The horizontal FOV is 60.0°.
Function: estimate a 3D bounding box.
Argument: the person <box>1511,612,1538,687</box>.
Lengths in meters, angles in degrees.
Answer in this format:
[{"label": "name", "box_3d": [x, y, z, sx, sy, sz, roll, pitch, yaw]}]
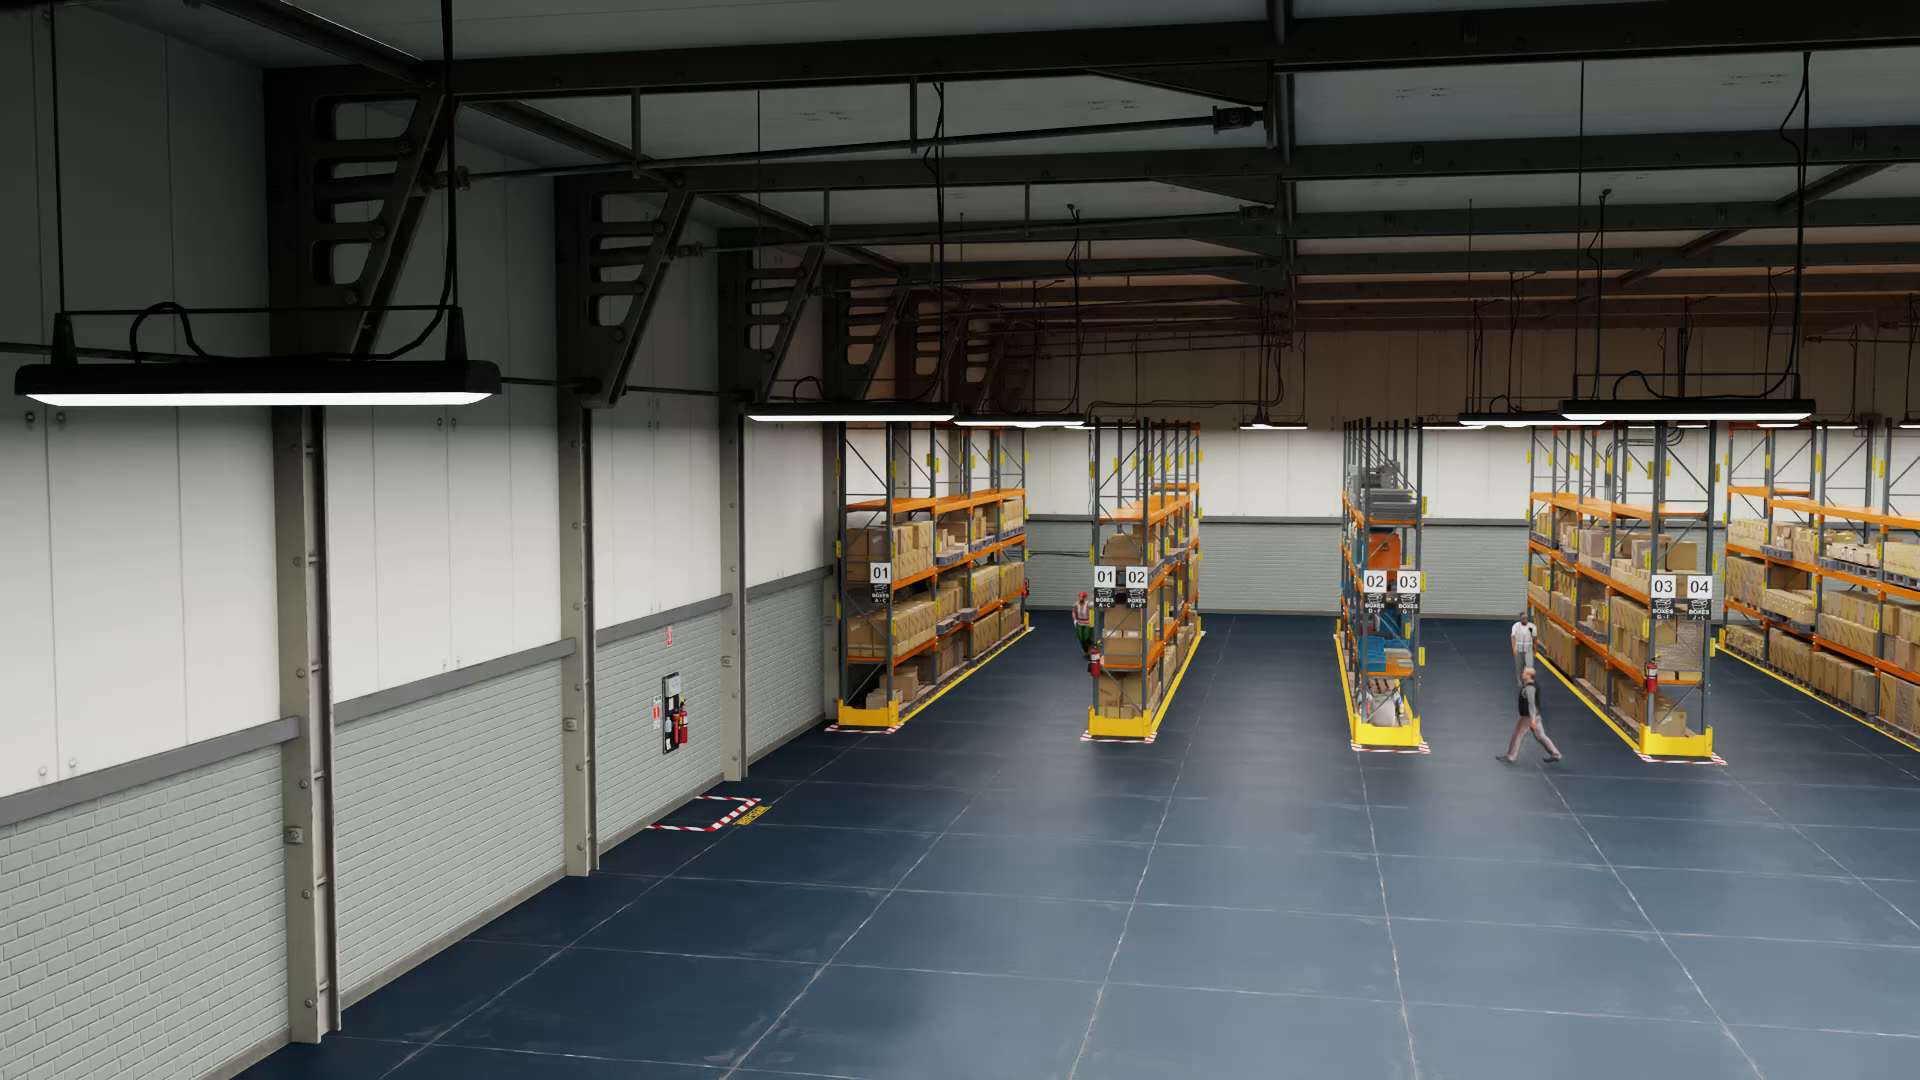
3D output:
[{"label": "person", "box_3d": [12.526, 2.441, 36.929, 0.553, 1.718, 0.919, 1, 4, 22]}]

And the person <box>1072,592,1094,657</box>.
[{"label": "person", "box_3d": [3.193, 2.141, 42.276, 0.698, 1.691, 0.590, 1, 4, 19]}]

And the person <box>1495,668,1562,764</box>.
[{"label": "person", "box_3d": [9.783, 3.028, 28.576, 1.070, 1.674, 0.551, 2, 4, 27]}]

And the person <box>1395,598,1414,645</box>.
[{"label": "person", "box_3d": [11.825, 1.965, 44.326, 0.502, 1.754, 0.590, -3, 5, -43]}]
